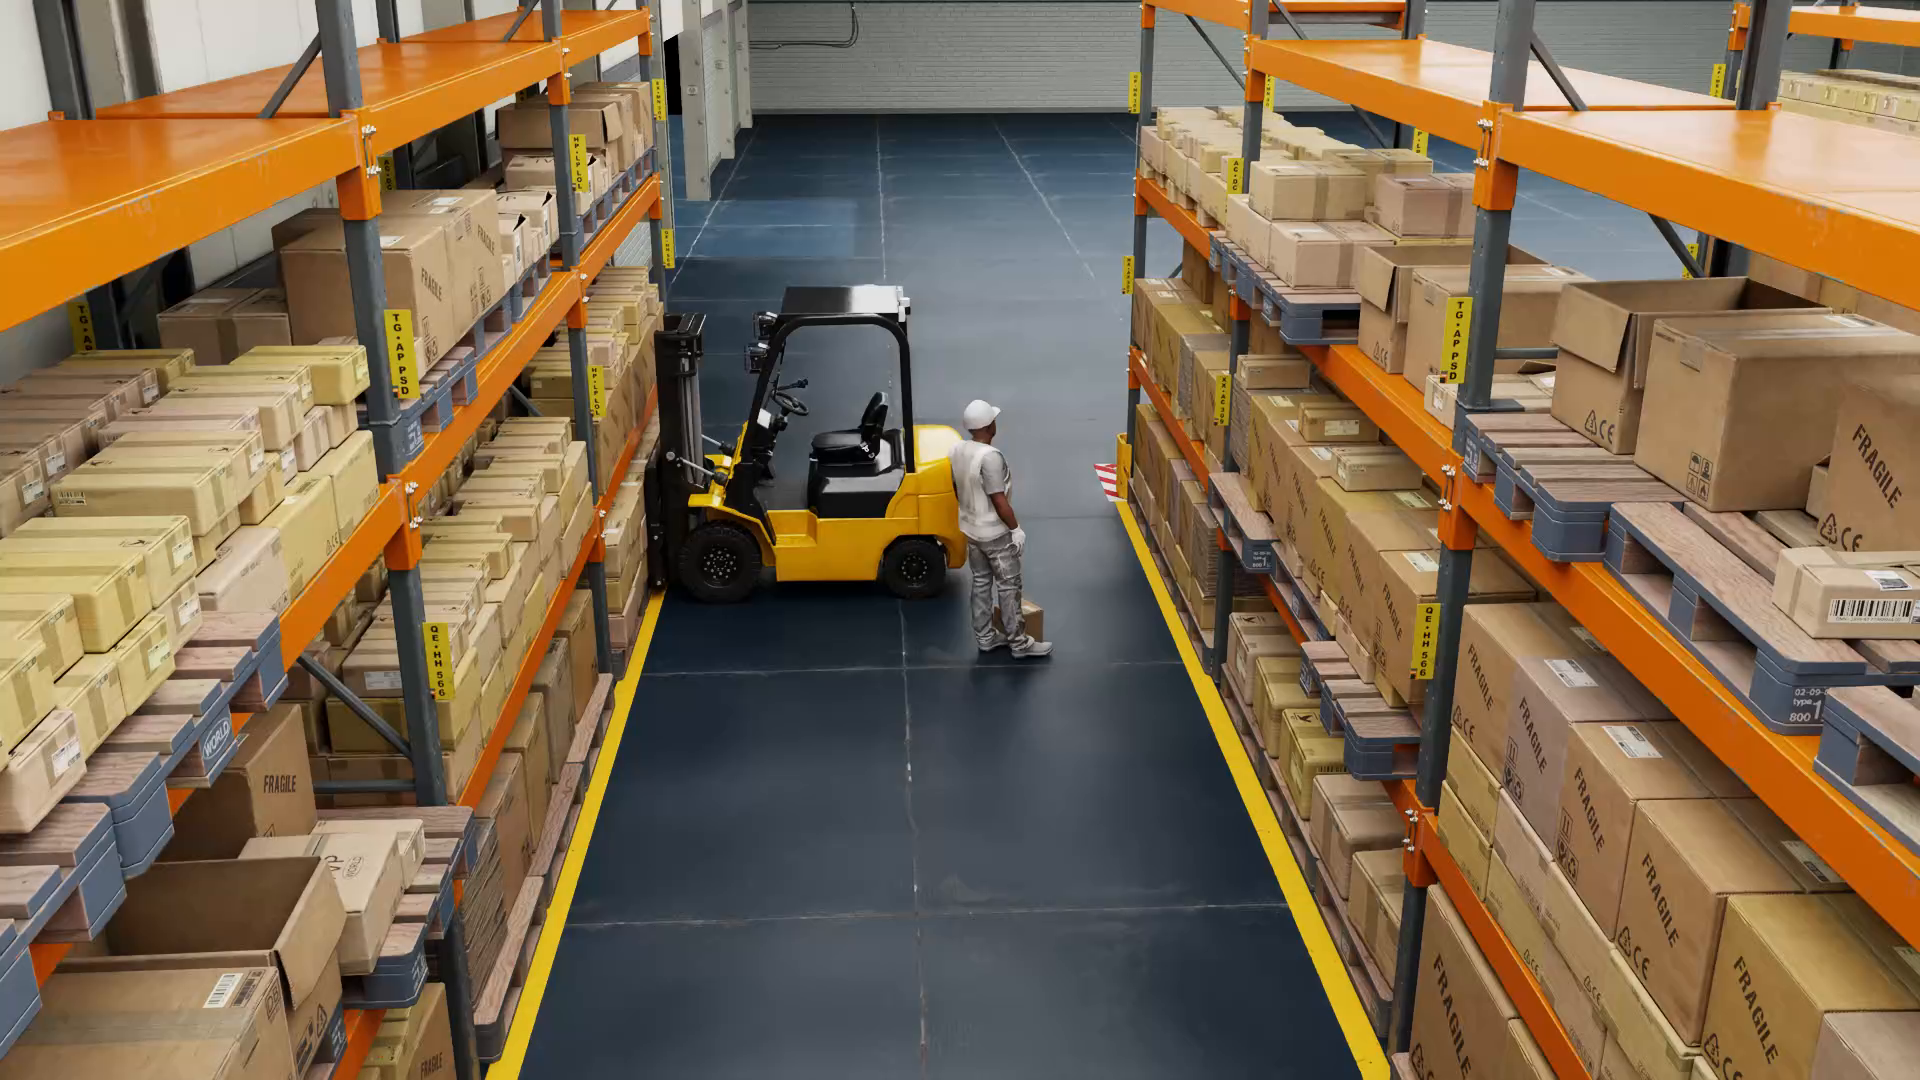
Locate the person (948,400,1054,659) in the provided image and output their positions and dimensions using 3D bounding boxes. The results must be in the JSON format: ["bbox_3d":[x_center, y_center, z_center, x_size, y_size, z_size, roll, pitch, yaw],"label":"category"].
[{"bbox_3d":[0.259,-0.092,11.271,0.574,1.786,0.656,-12,23,-30],"label":"person"}]
